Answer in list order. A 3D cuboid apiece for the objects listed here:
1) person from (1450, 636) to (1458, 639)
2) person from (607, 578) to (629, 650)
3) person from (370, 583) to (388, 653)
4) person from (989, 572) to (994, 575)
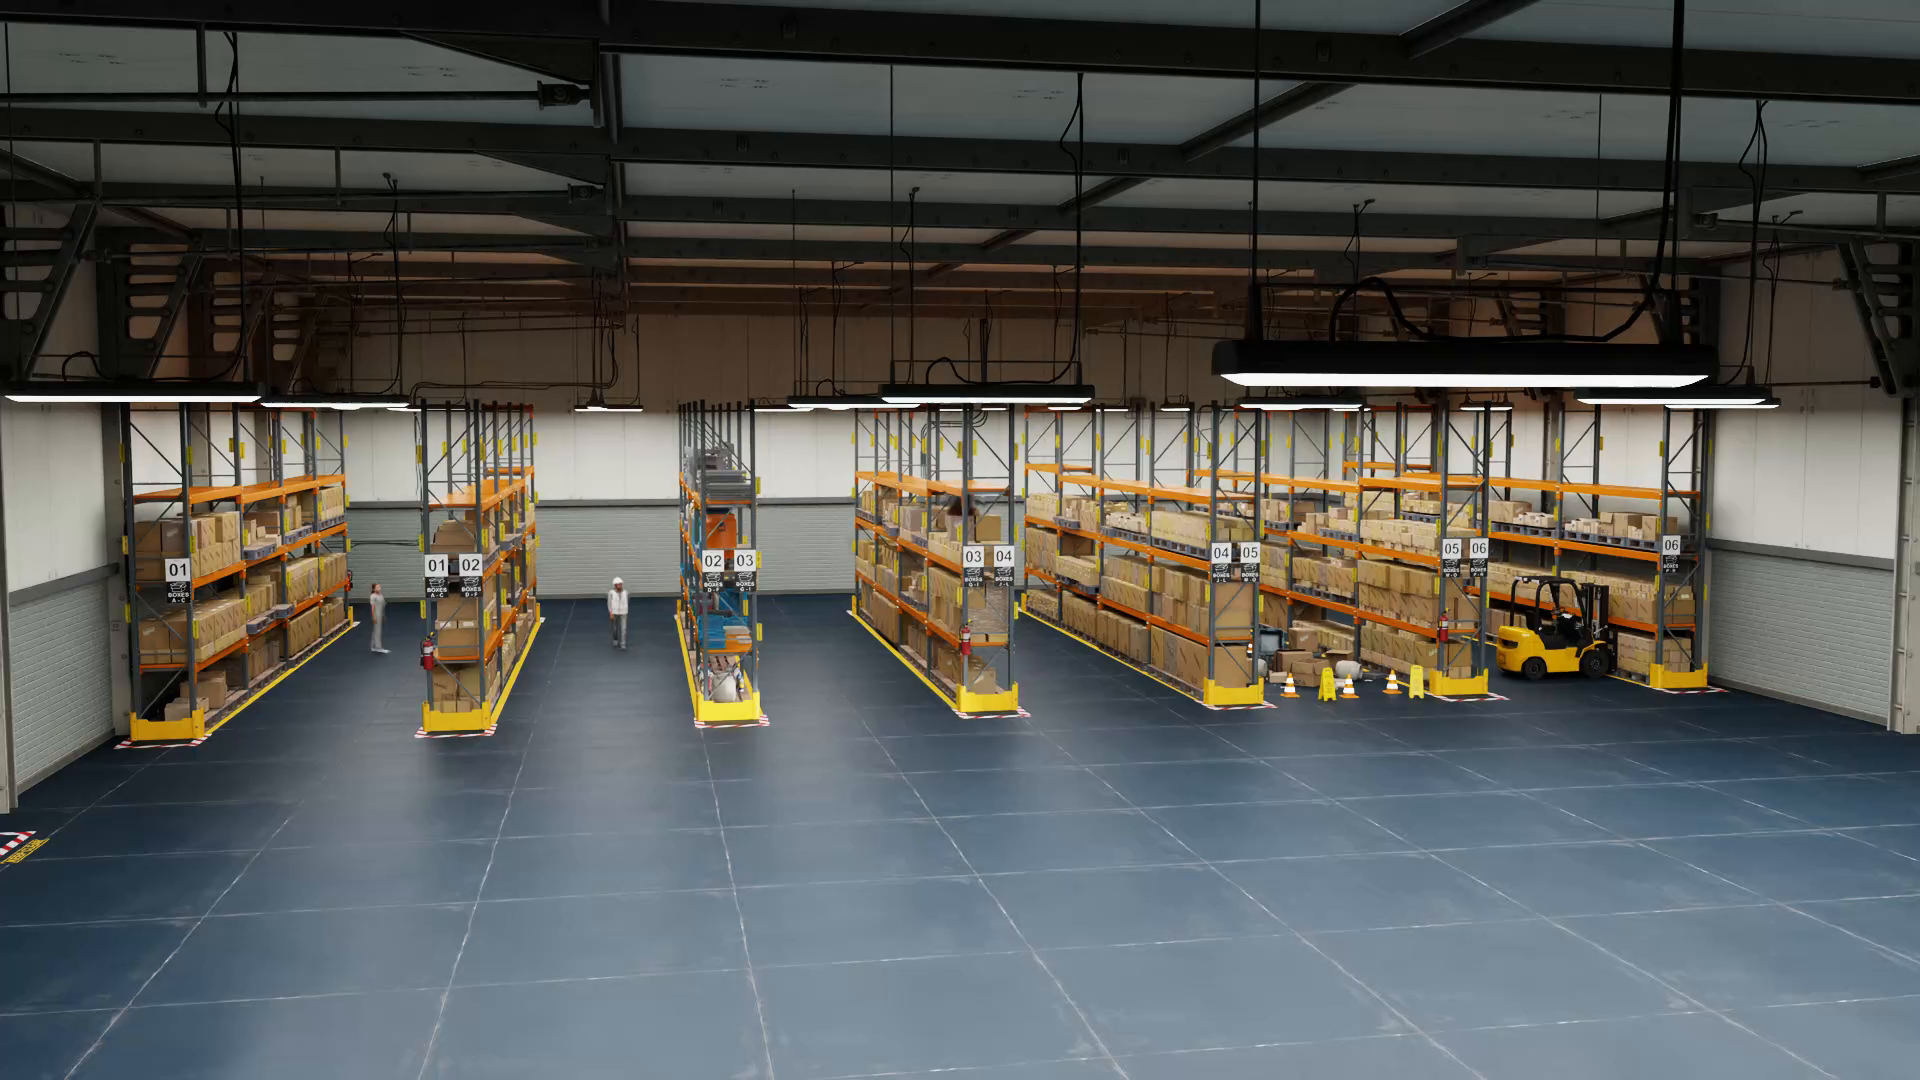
[{"bbox_3d":[11.386,1.996,38.325,0.421,1.692,0.511,1,4,14],"label":"person"},{"bbox_3d":[-8.340,1.793,40.585,0.525,1.734,0.980,-1,4,-13],"label":"person"},{"bbox_3d":[-14.027,1.864,40.156,0.443,1.680,0.462,0,4,-4],"label":"person"},{"bbox_3d":[0.794,1.197,48.626,0.657,1.662,1.093,2,5,20],"label":"person"}]
